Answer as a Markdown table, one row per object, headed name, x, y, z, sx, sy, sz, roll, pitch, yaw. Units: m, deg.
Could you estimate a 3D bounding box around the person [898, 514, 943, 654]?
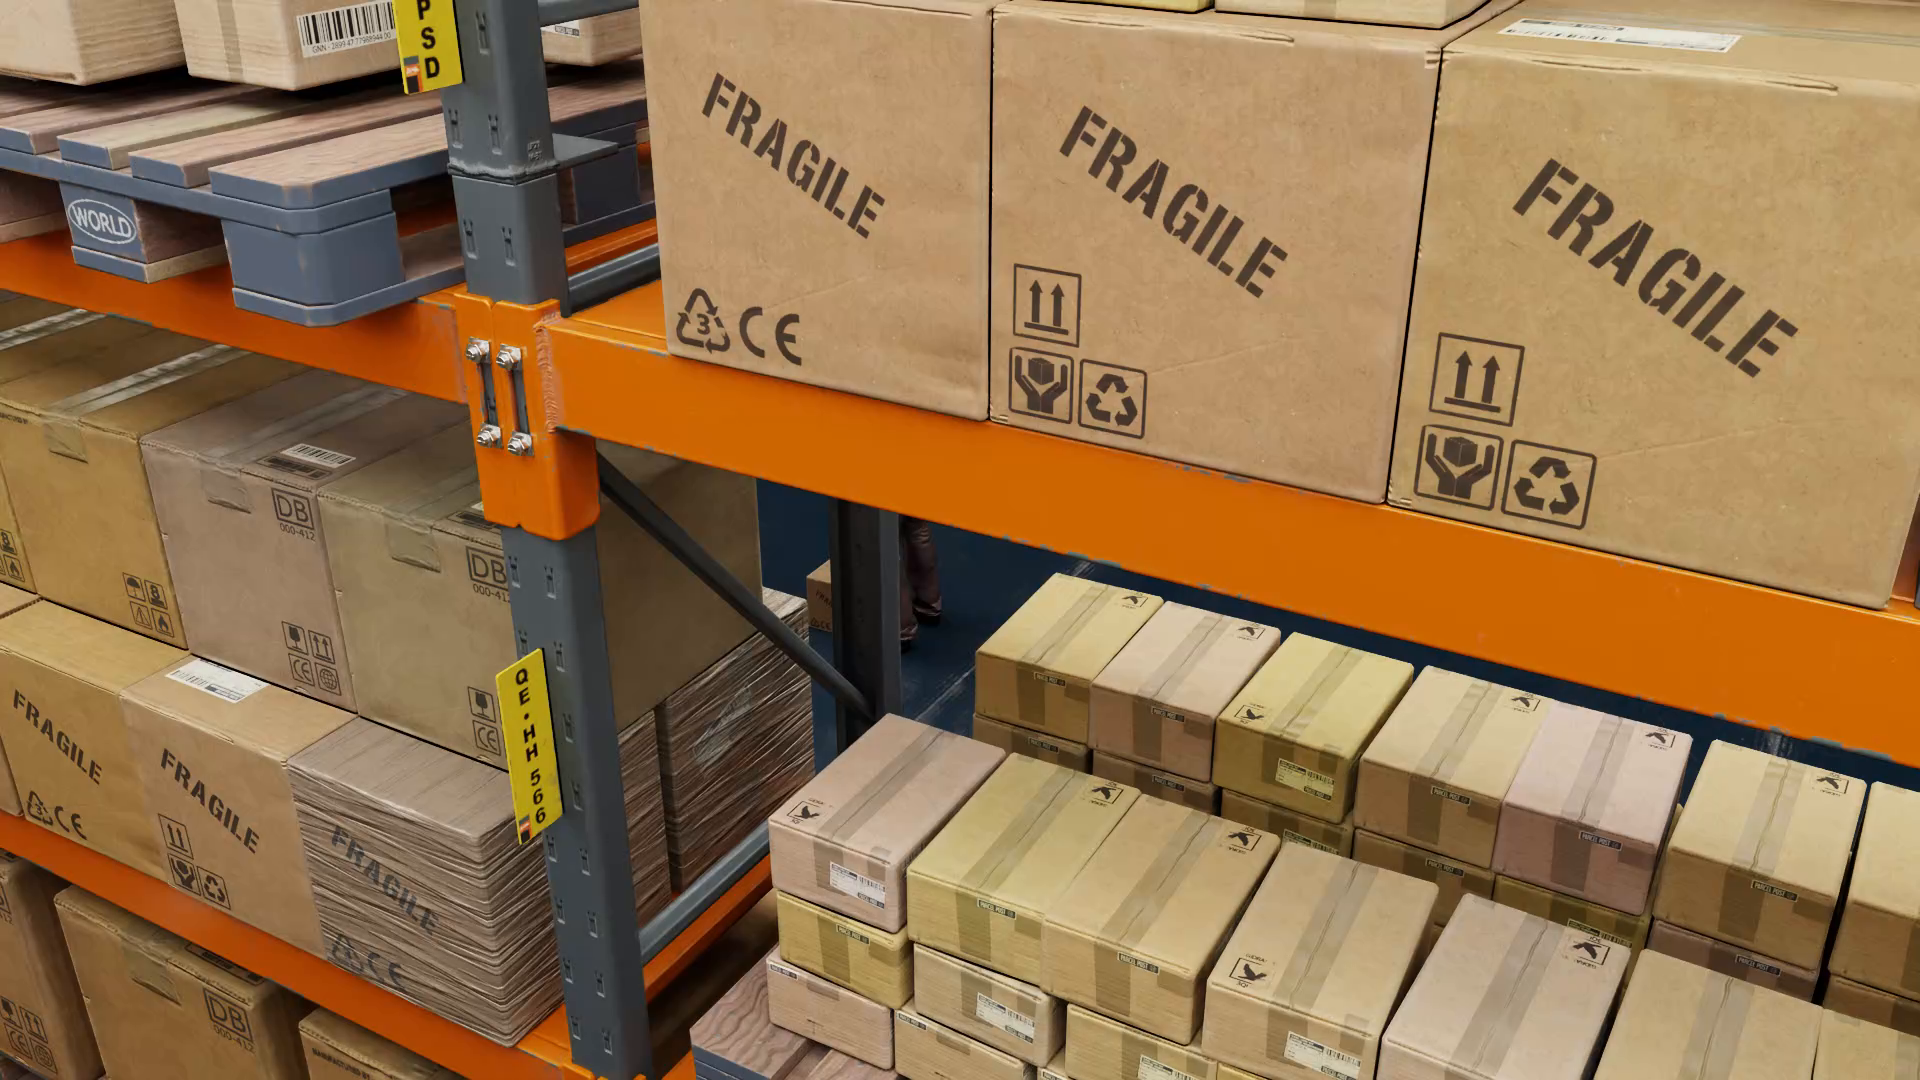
| name | x | y | z | sx | sy | sz | roll | pitch | yaw |
| --- | --- | --- | --- | --- | --- | --- | --- | --- | --- |
| person | -0.254 | -0.350 | 6.847 | 0.414 | 1.722 | 0.594 | 12 | 29 | 24 |
